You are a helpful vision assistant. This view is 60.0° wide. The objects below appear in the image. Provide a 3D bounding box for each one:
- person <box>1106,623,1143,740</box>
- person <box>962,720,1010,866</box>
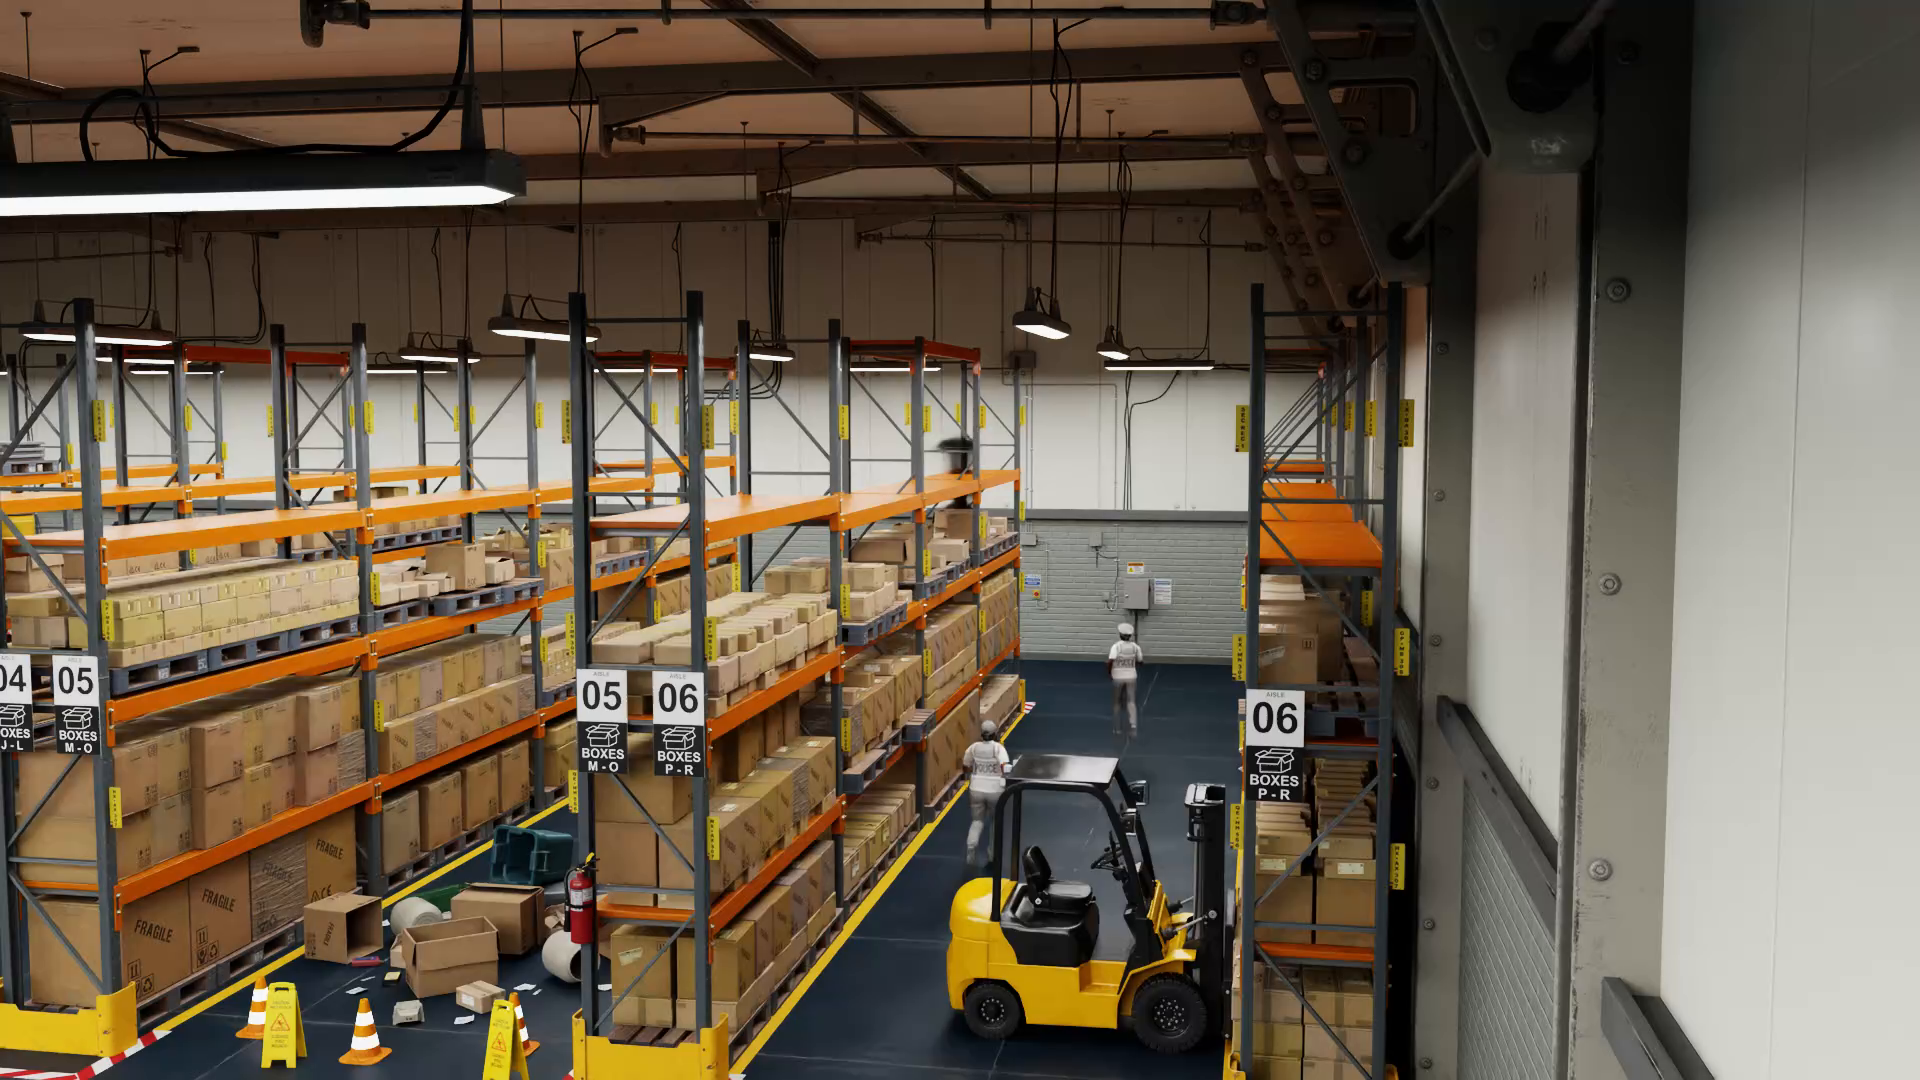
[{"bbox_3d":[2.419,2.070,24.544,0.583,1.701,0.806,-1,5,-8],"label":"person"},{"bbox_3d":[0.302,2.838,18.593,0.612,1.643,0.829,1,5,15],"label":"person"}]
